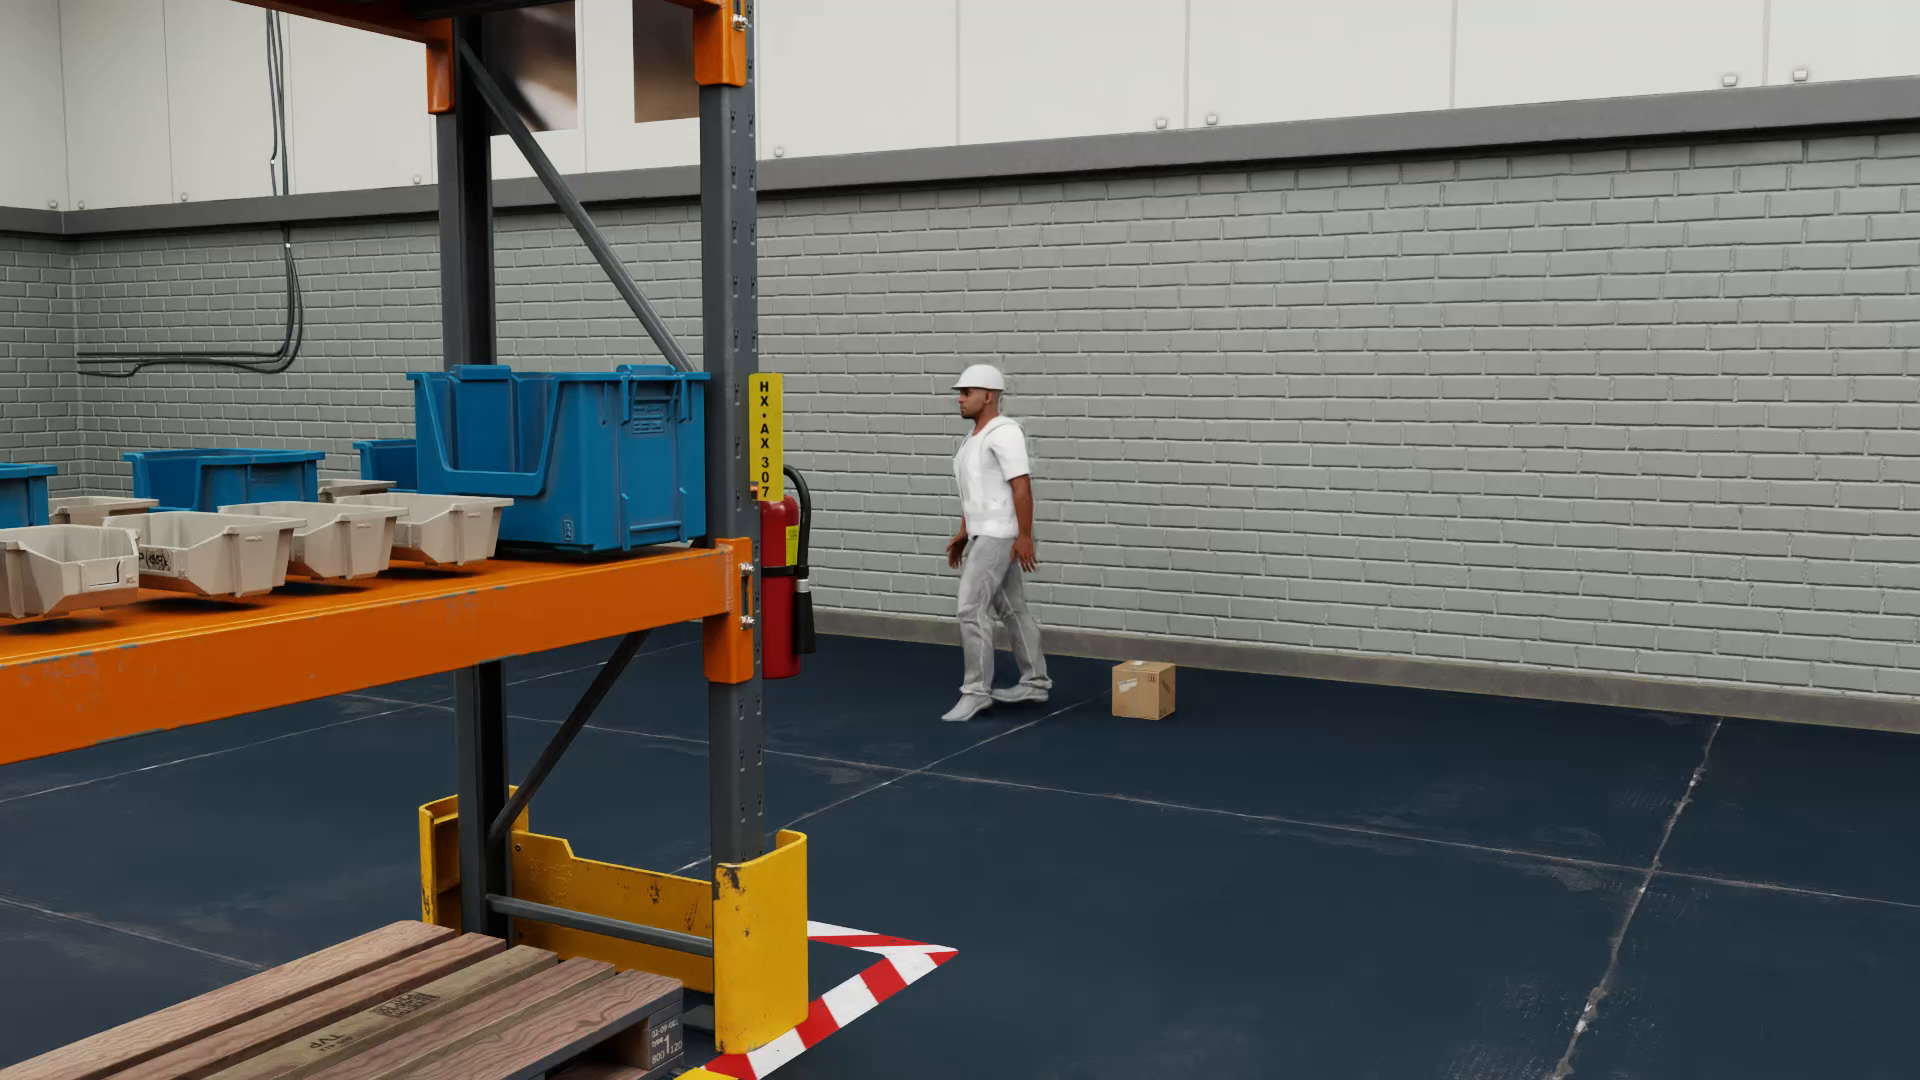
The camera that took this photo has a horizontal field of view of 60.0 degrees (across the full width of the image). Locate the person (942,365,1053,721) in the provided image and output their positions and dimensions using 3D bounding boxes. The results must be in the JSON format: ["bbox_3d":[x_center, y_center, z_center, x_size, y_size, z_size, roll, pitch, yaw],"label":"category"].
[{"bbox_3d":[0.178,0.005,8.521,0.613,1.799,0.567,-1,6,-8],"label":"person"}]
